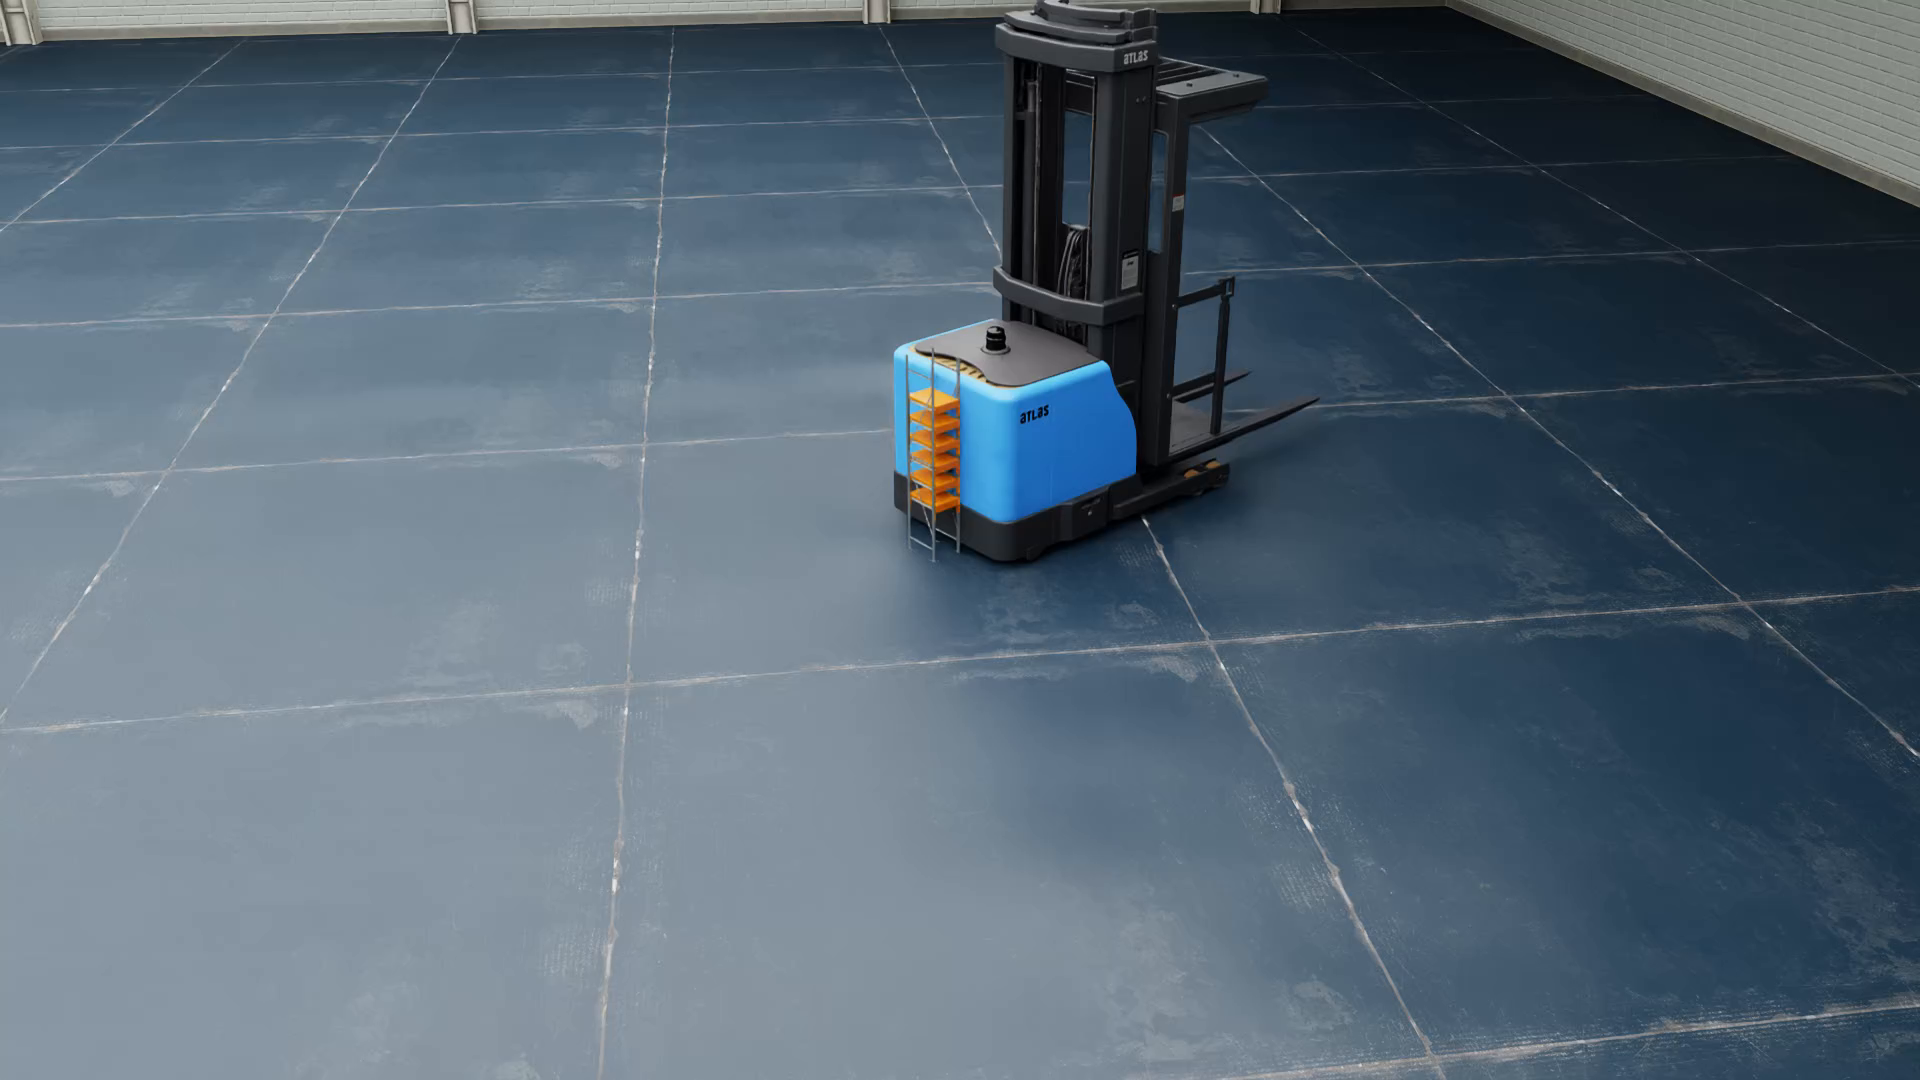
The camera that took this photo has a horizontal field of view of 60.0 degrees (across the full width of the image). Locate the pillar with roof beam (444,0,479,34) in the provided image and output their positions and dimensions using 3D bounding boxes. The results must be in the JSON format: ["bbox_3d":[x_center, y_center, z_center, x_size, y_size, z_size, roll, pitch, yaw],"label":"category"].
[{"bbox_3d":[-6.589,-9.423,18.258,0.400,9.000,9.100,-4,27,-7],"label":"pillar with roof beam"}]

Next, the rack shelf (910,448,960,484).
[{"bbox_3d":[-0.150,-0.429,9.369,0.180,0.103,0.258,-21,34,-35],"label":"rack shelf"}]

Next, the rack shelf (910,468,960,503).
[{"bbox_3d":[-0.150,-0.322,9.423,0.180,0.103,0.258,-21,34,-35],"label":"rack shelf"}]

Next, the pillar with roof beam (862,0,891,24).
[{"bbox_3d":[-0.647,-9.805,19.001,0.400,9.000,9.100,-4,27,-7],"label":"pillar with roof beam"}]

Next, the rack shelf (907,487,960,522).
[{"bbox_3d":[-0.150,-0.215,9.478,0.180,0.103,0.258,-21,34,-35],"label":"rack shelf"}]

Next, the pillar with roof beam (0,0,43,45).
[{"bbox_3d":[-12.530,-9.041,17.514,0.400,9.000,9.100,-4,27,-7],"label":"pillar with roof beam"}]

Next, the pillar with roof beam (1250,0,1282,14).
[{"bbox_3d":[5.294,-10.186,19.745,0.400,9.000,9.100,-4,27,-7],"label":"pillar with roof beam"}]

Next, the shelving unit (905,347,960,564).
[{"bbox_3d":[-0.150,-0.468,9.348,0.189,1.200,0.258,-21,34,-35],"label":"shelving unit"}]

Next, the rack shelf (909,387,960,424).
[{"bbox_3d":[-0.150,-0.749,9.204,0.180,0.103,0.258,-21,34,-35],"label":"rack shelf"}]

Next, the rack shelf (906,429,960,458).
[{"bbox_3d":[-0.150,-0.535,9.314,0.180,0.103,0.258,-21,34,-35],"label":"rack shelf"}]

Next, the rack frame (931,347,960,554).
[{"bbox_3d":[-0.081,-0.495,9.401,0.006,1.200,0.240,-21,34,-35],"label":"rack frame"}]

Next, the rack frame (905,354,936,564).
[{"bbox_3d":[-0.220,-0.441,9.295,0.006,1.200,0.240,-21,34,-35],"label":"rack frame"}]

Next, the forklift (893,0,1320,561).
[{"bbox_3d":[1.049,-1.731,9.913,3.031,2.935,1.130,-21,34,-35],"label":"forklift"}]

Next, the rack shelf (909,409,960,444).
[{"bbox_3d":[-0.150,-0.642,9.259,0.180,0.103,0.258,-21,34,-35],"label":"rack shelf"}]
